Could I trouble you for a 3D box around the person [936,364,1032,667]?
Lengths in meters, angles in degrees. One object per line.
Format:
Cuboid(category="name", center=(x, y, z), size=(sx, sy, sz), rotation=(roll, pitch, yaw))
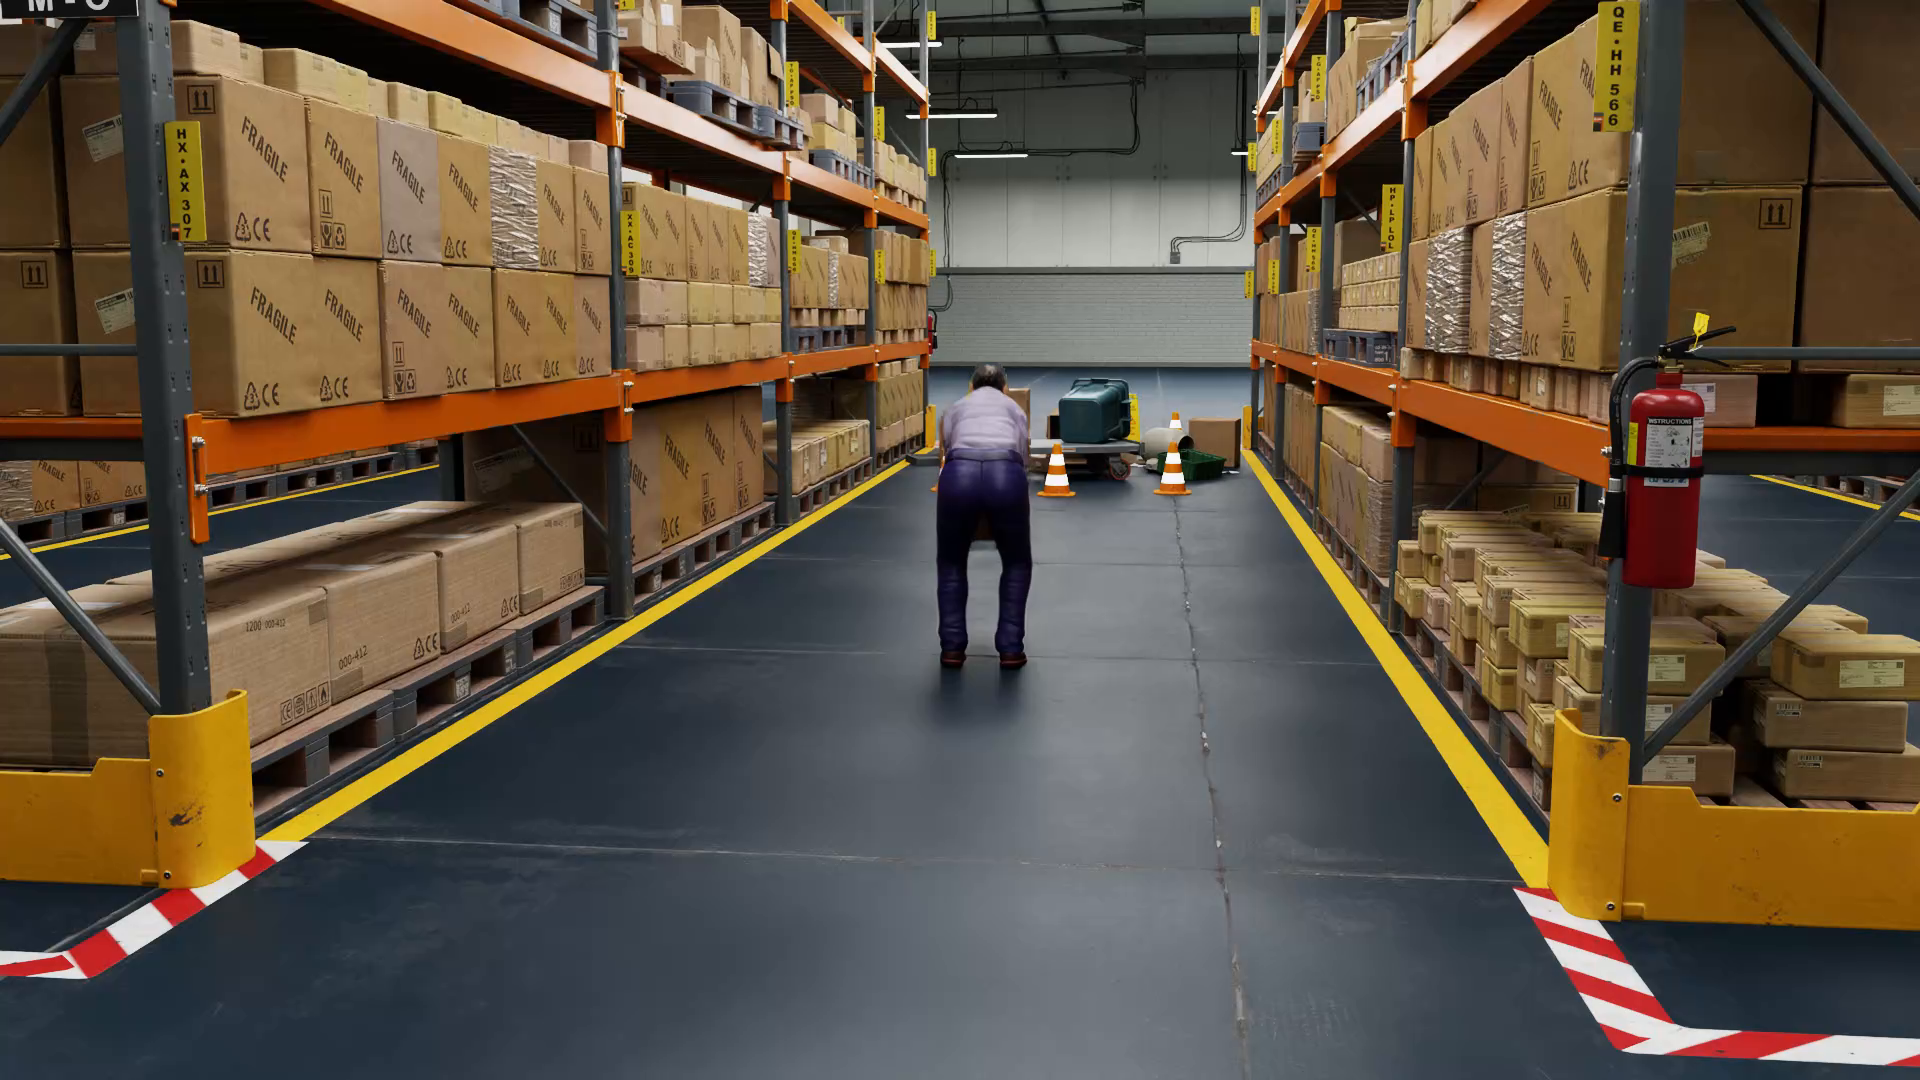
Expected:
Cuboid(category="person", center=(0.126, -0.126, 7.815), size=(0.443, 1.381, 0.783), rotation=(1, 8, 5))
